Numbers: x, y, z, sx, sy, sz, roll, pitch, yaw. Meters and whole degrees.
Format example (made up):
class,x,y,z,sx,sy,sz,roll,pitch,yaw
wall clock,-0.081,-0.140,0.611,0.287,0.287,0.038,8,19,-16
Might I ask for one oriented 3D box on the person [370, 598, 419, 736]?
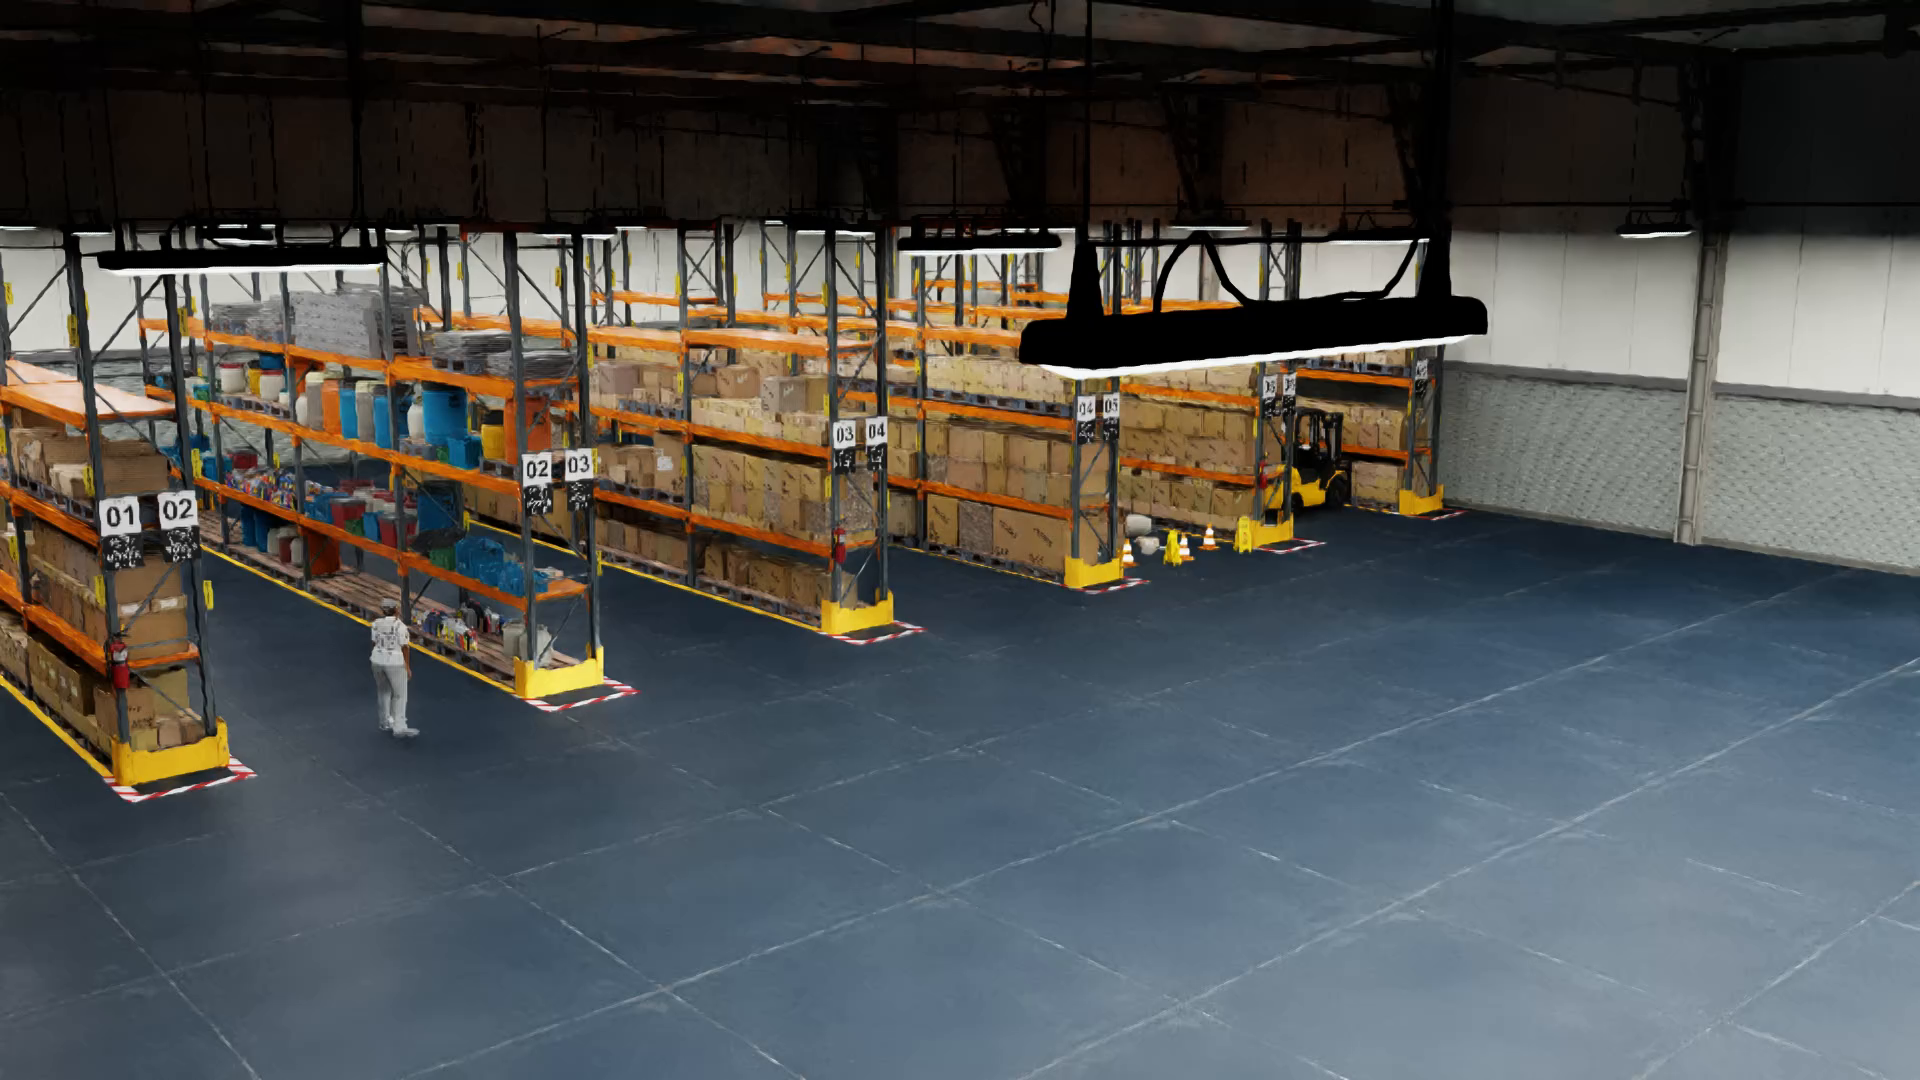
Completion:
class,x,y,z,sx,sy,sz,roll,pitch,yaw
person,-6.842,1.516,20.098,0.579,1.673,0.463,4,12,18
